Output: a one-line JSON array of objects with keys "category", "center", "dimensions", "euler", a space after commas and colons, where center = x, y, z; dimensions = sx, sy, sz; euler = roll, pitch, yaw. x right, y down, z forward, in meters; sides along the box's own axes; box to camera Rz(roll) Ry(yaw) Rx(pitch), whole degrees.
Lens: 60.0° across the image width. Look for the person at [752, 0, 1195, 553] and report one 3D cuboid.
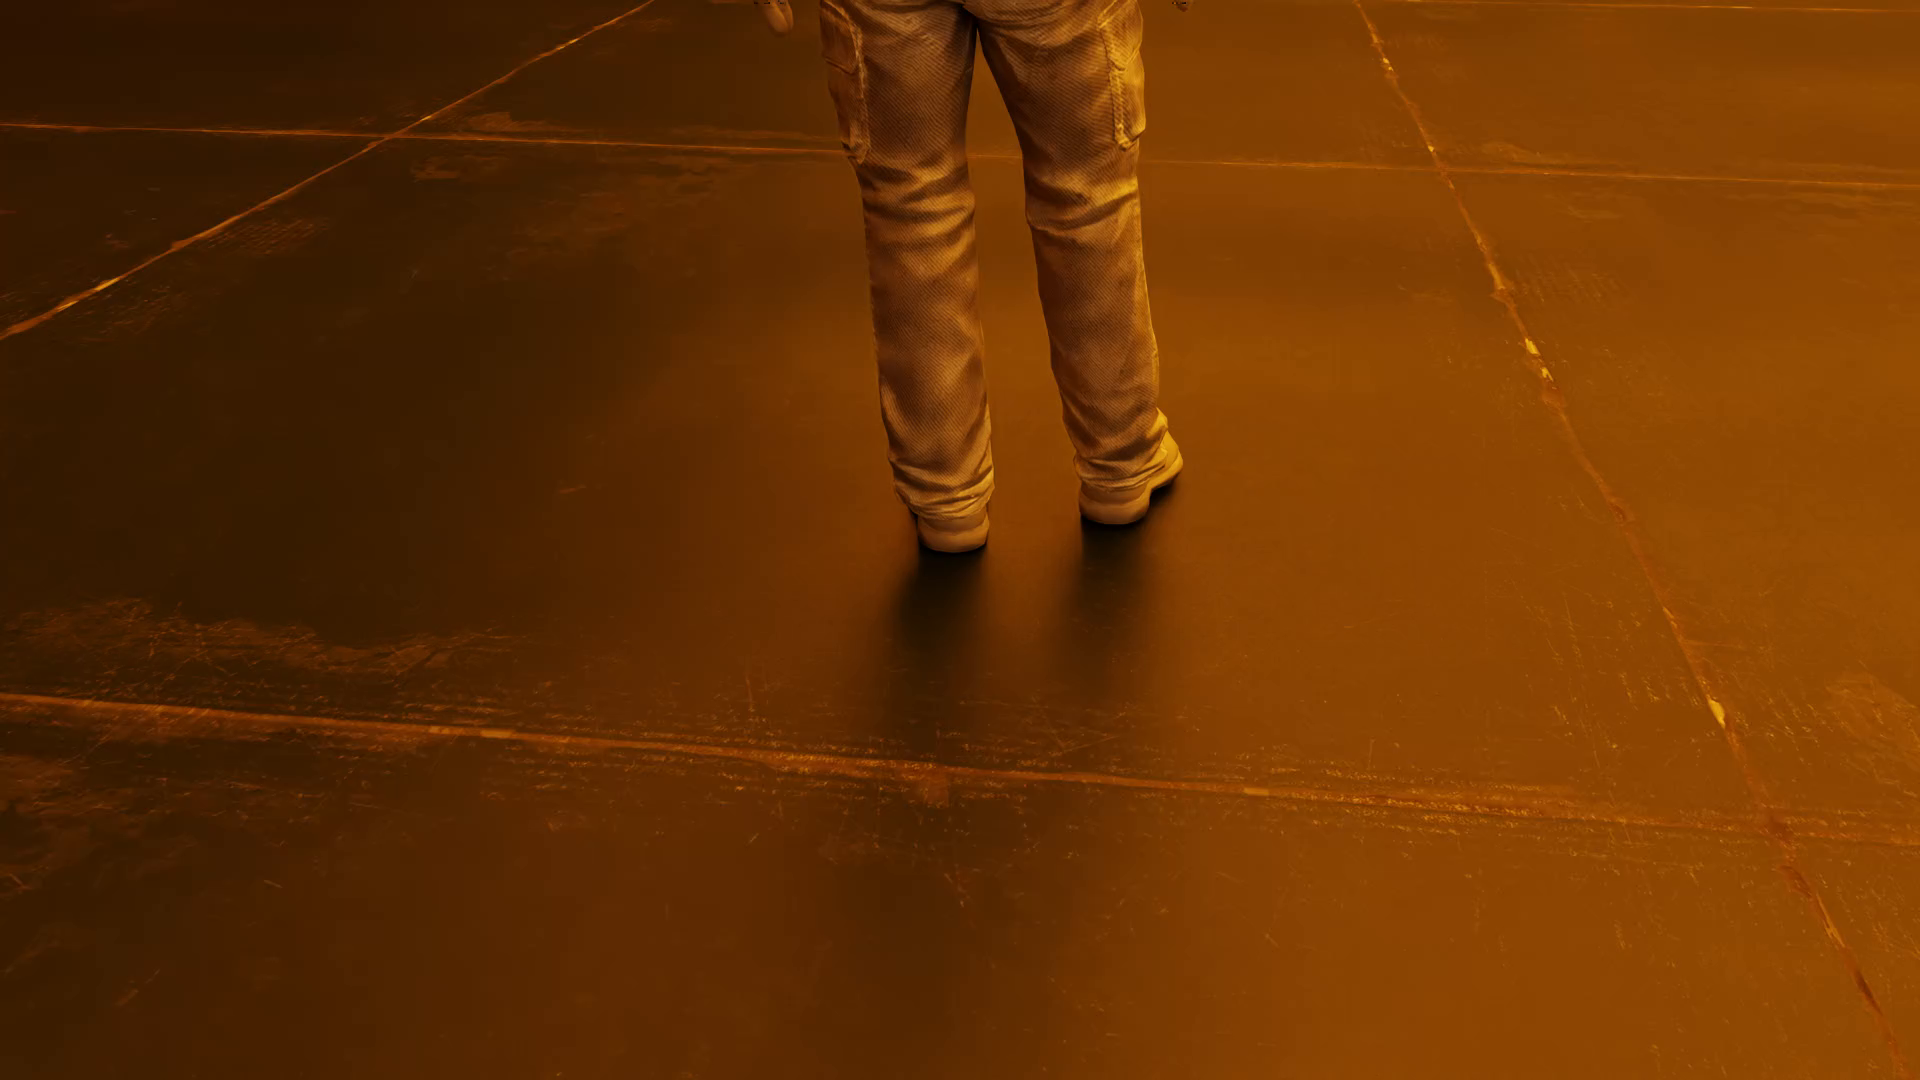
[{"category": "person", "center": [0.017, -0.836, 2.162], "dimensions": [0.656, 1.784, 0.575], "euler": [3, 27, 7]}]
